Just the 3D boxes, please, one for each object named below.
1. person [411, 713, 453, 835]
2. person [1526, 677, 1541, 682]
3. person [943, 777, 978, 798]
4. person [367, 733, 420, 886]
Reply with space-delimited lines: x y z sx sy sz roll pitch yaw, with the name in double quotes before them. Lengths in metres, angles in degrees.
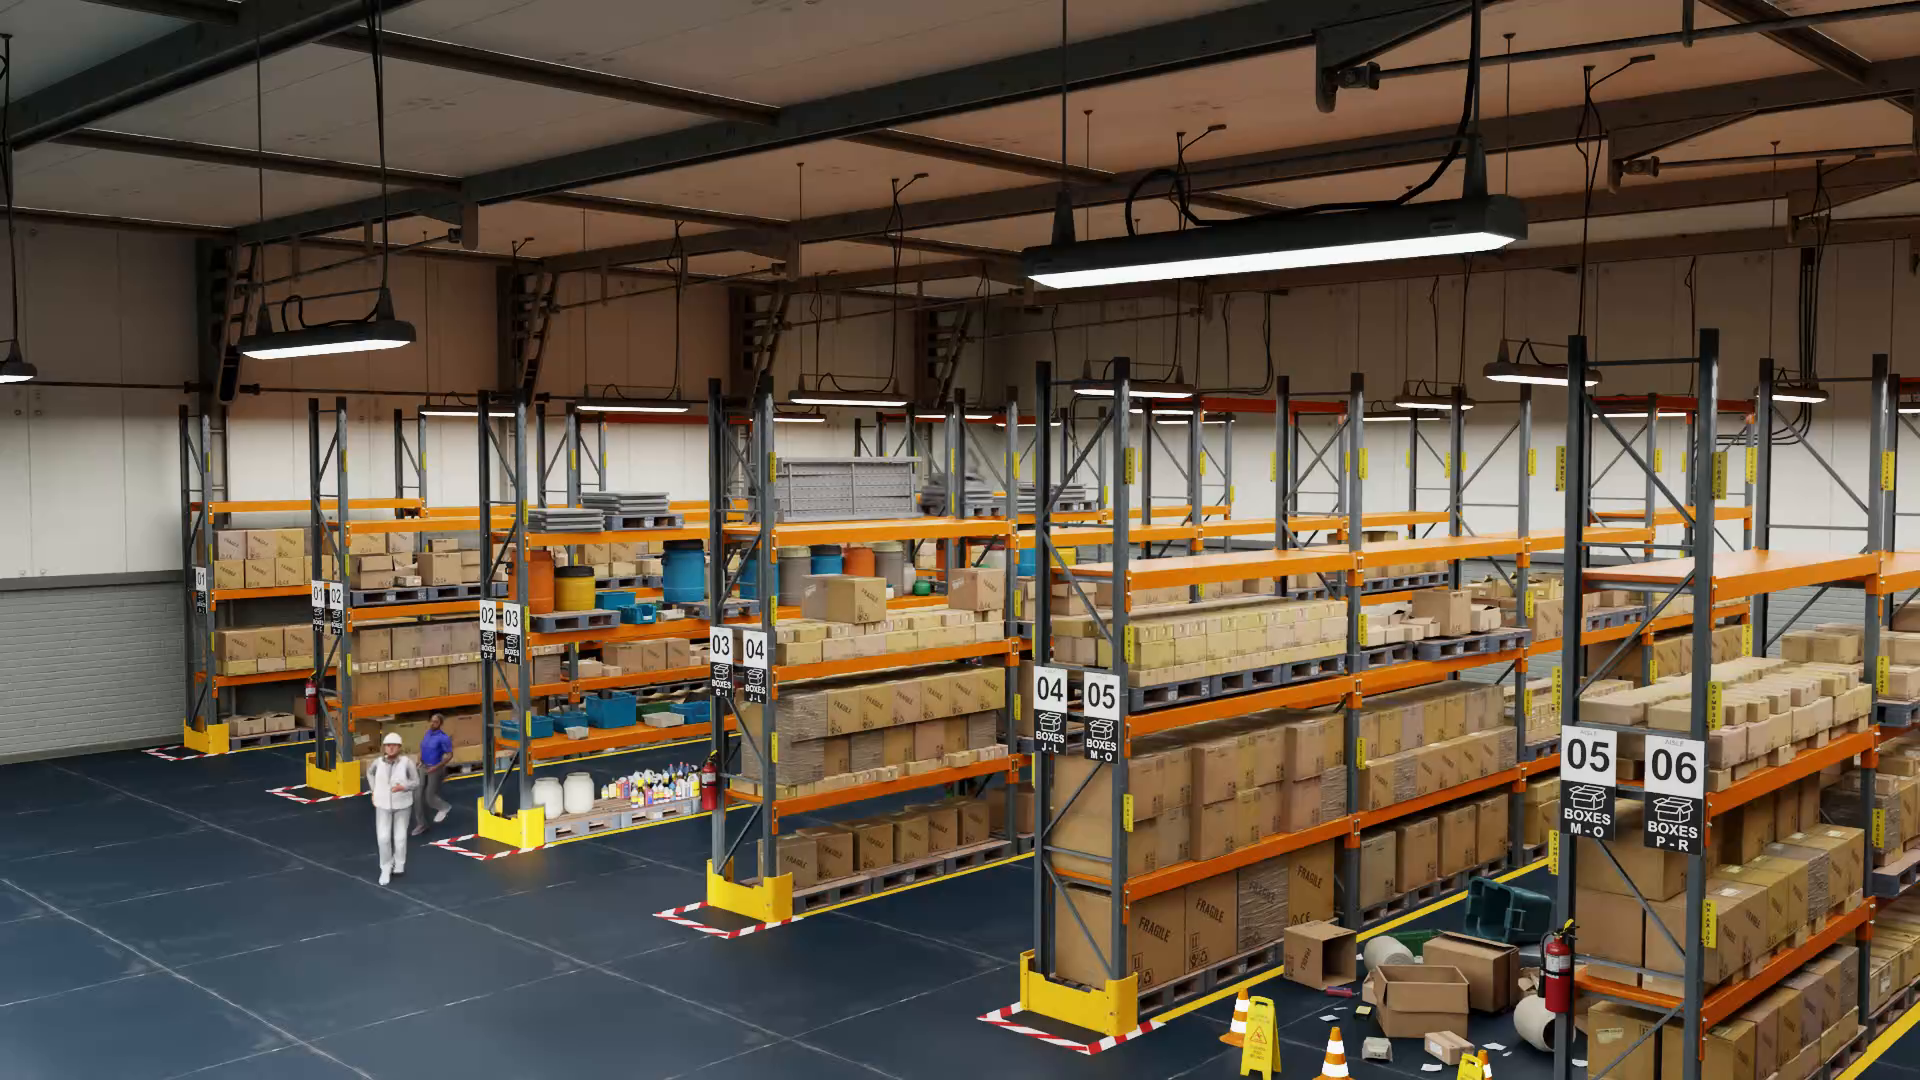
"person" -7.160 3.173 22.708 0.616 1.635 0.684 1 3 23
"person" 9.121 2.971 26.156 0.674 1.730 0.955 2 4 34
"person" -0.066 2.997 24.460 0.669 1.768 0.742 3 4 40
"person" -6.836 3.224 20.051 0.645 1.814 0.732 -1 3 -12
